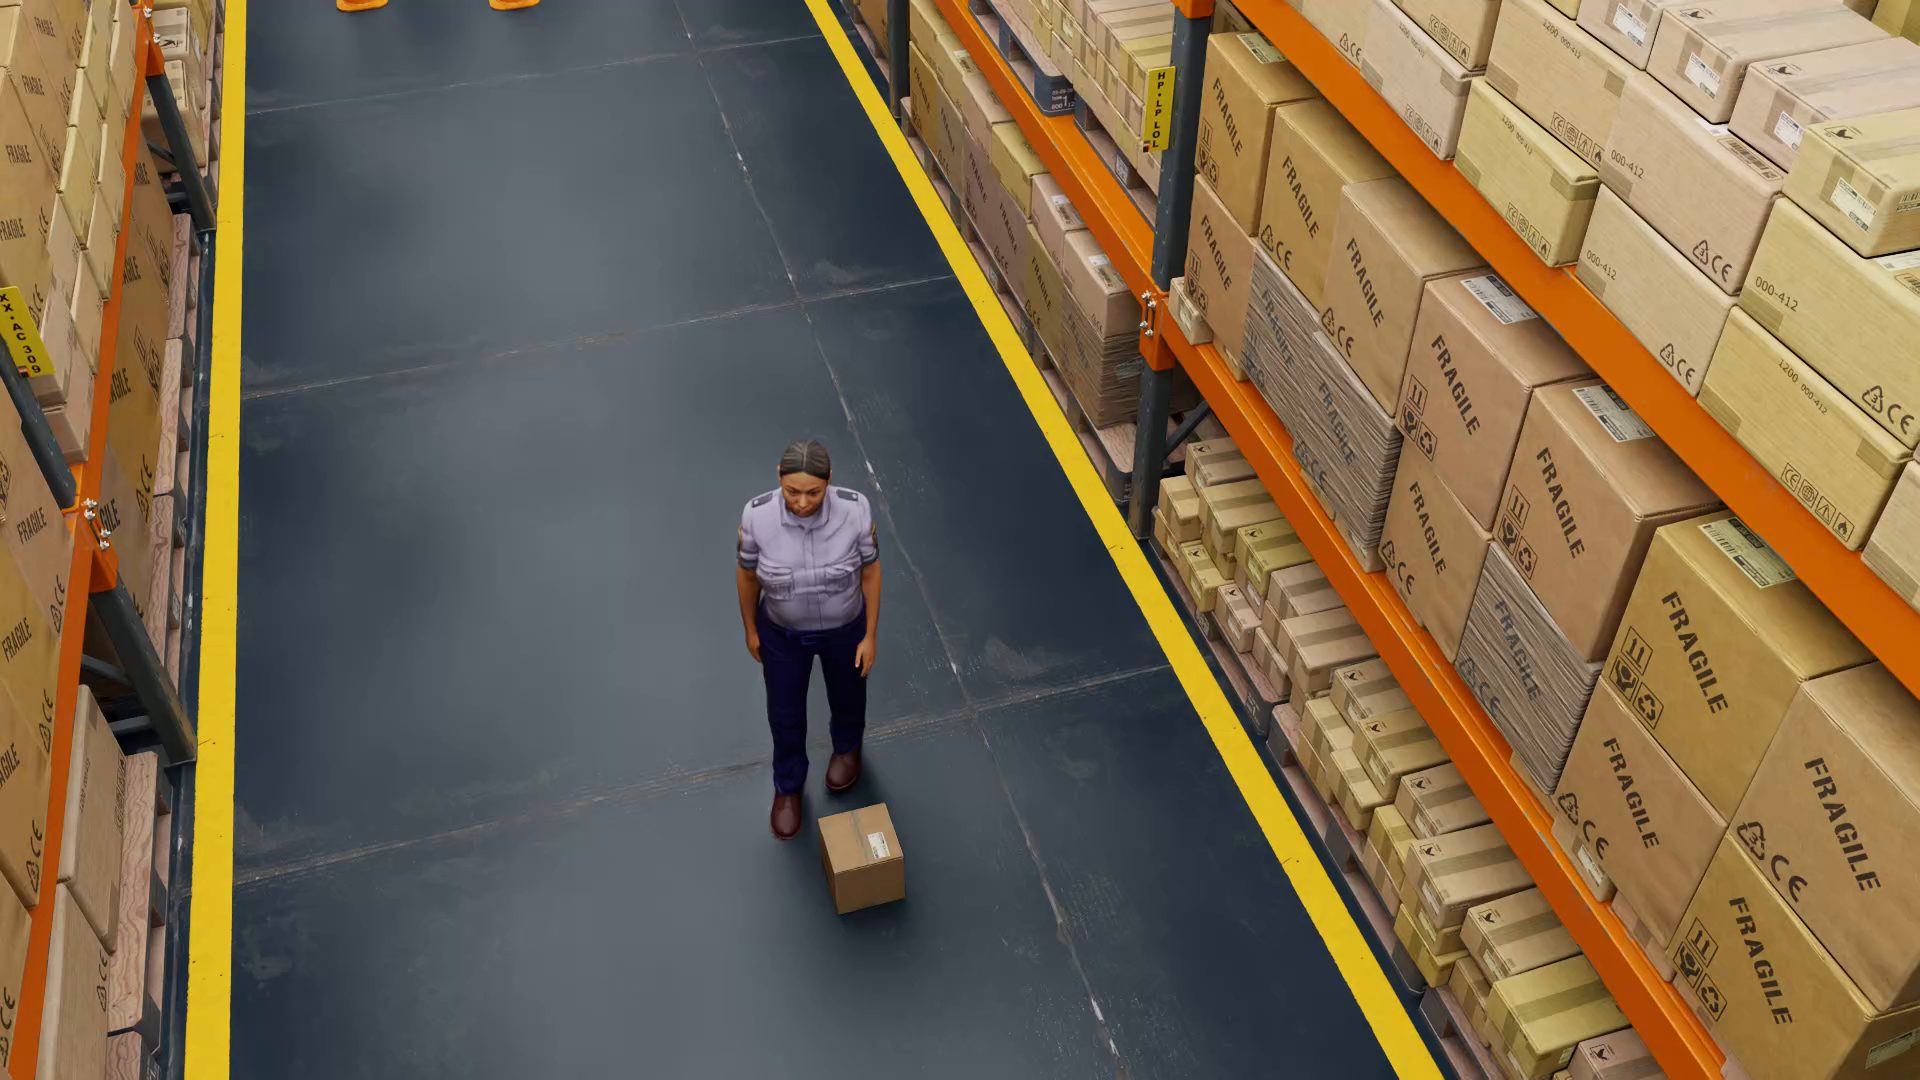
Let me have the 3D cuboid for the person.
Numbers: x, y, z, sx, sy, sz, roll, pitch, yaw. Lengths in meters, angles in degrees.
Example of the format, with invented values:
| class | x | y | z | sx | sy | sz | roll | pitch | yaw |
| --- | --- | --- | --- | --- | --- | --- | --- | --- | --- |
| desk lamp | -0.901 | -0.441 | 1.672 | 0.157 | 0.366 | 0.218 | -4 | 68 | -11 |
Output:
| class | x | y | z | sx | sy | sz | roll | pitch | yaw |
| --- | --- | --- | --- | --- | --- | --- | --- | --- | --- |
| person | -0.512 | 0.337 | 5.803 | 0.495 | 1.668 | 0.484 | -3 | 43 | -3 |
